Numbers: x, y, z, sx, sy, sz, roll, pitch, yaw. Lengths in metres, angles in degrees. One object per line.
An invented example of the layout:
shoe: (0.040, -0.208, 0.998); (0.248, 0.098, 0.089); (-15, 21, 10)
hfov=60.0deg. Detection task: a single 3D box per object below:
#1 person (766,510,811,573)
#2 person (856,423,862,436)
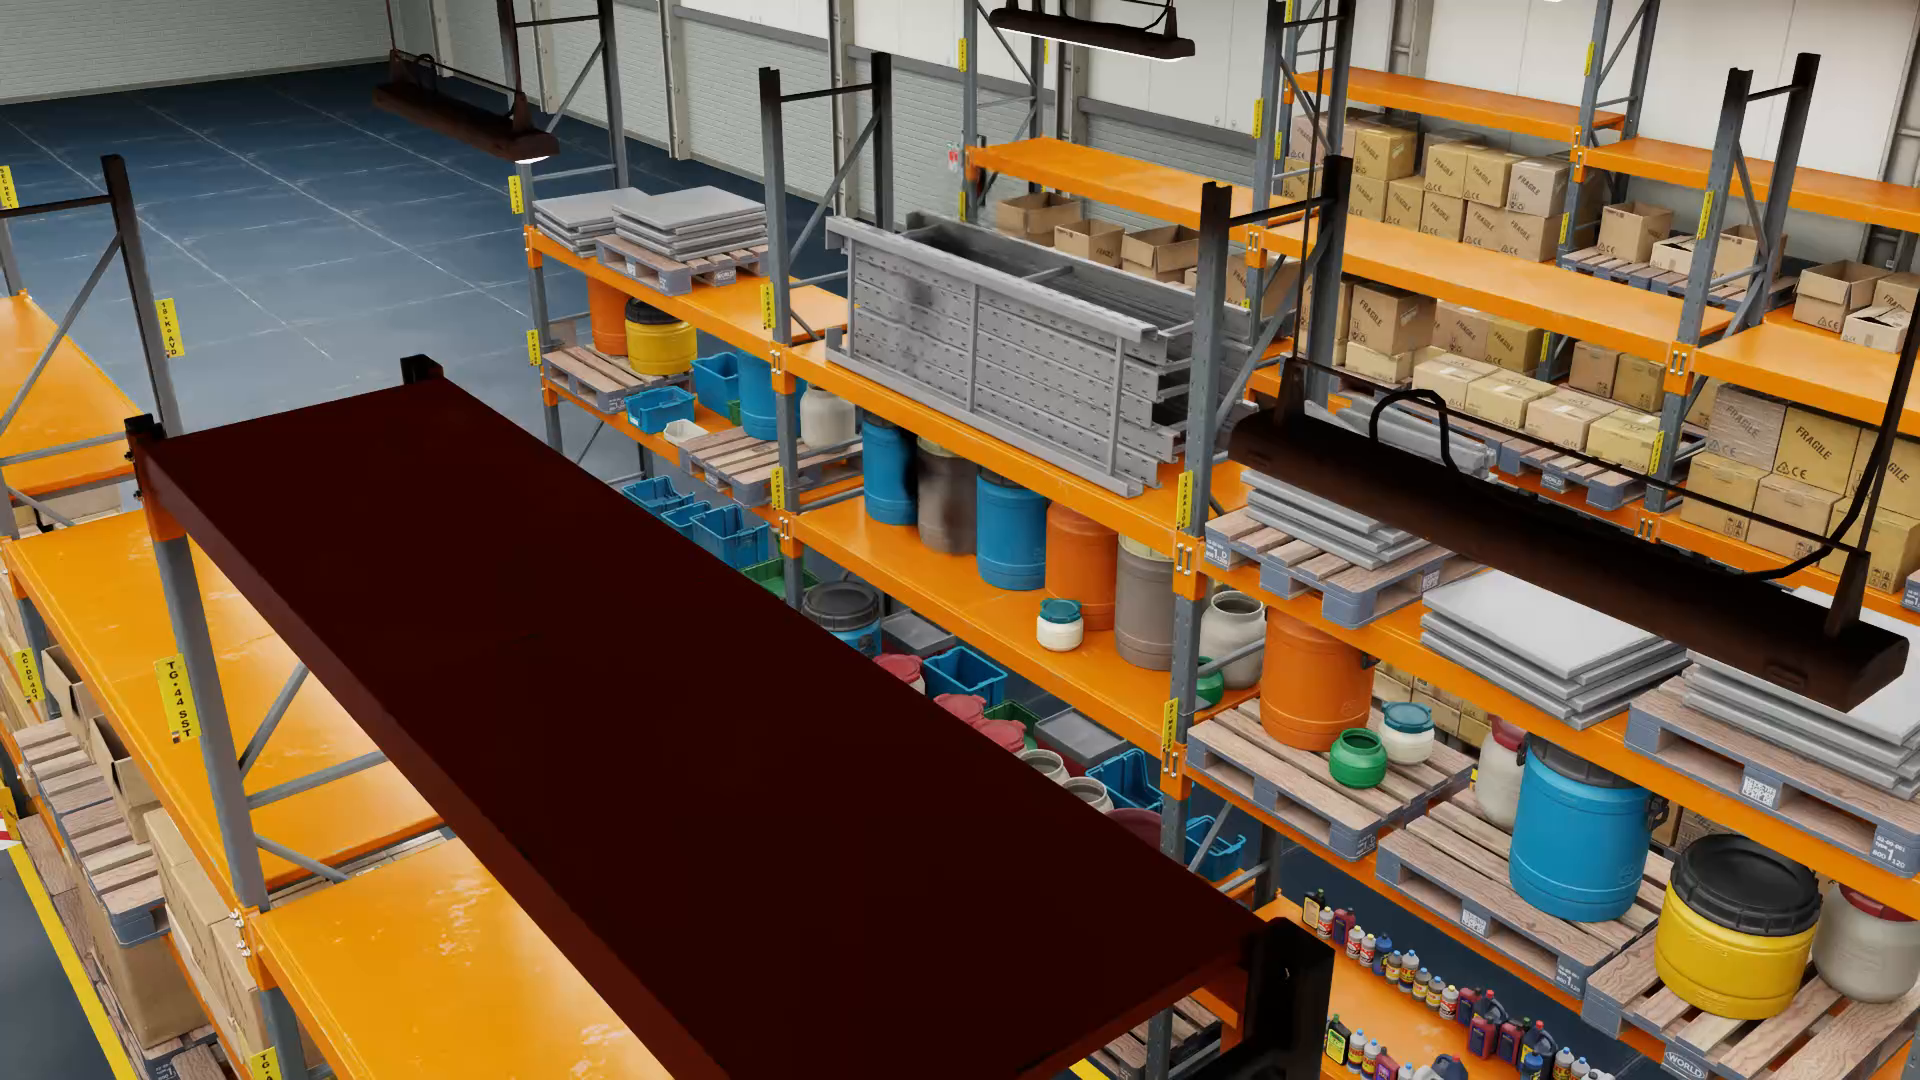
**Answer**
person: (-1.635, -0.068, 16.475); (0.639, 1.716, 0.984); (-16, 30, -30)
person: (-1.387, -1.688, 19.981); (0.545, 1.555, 0.535); (-4, 26, -8)
